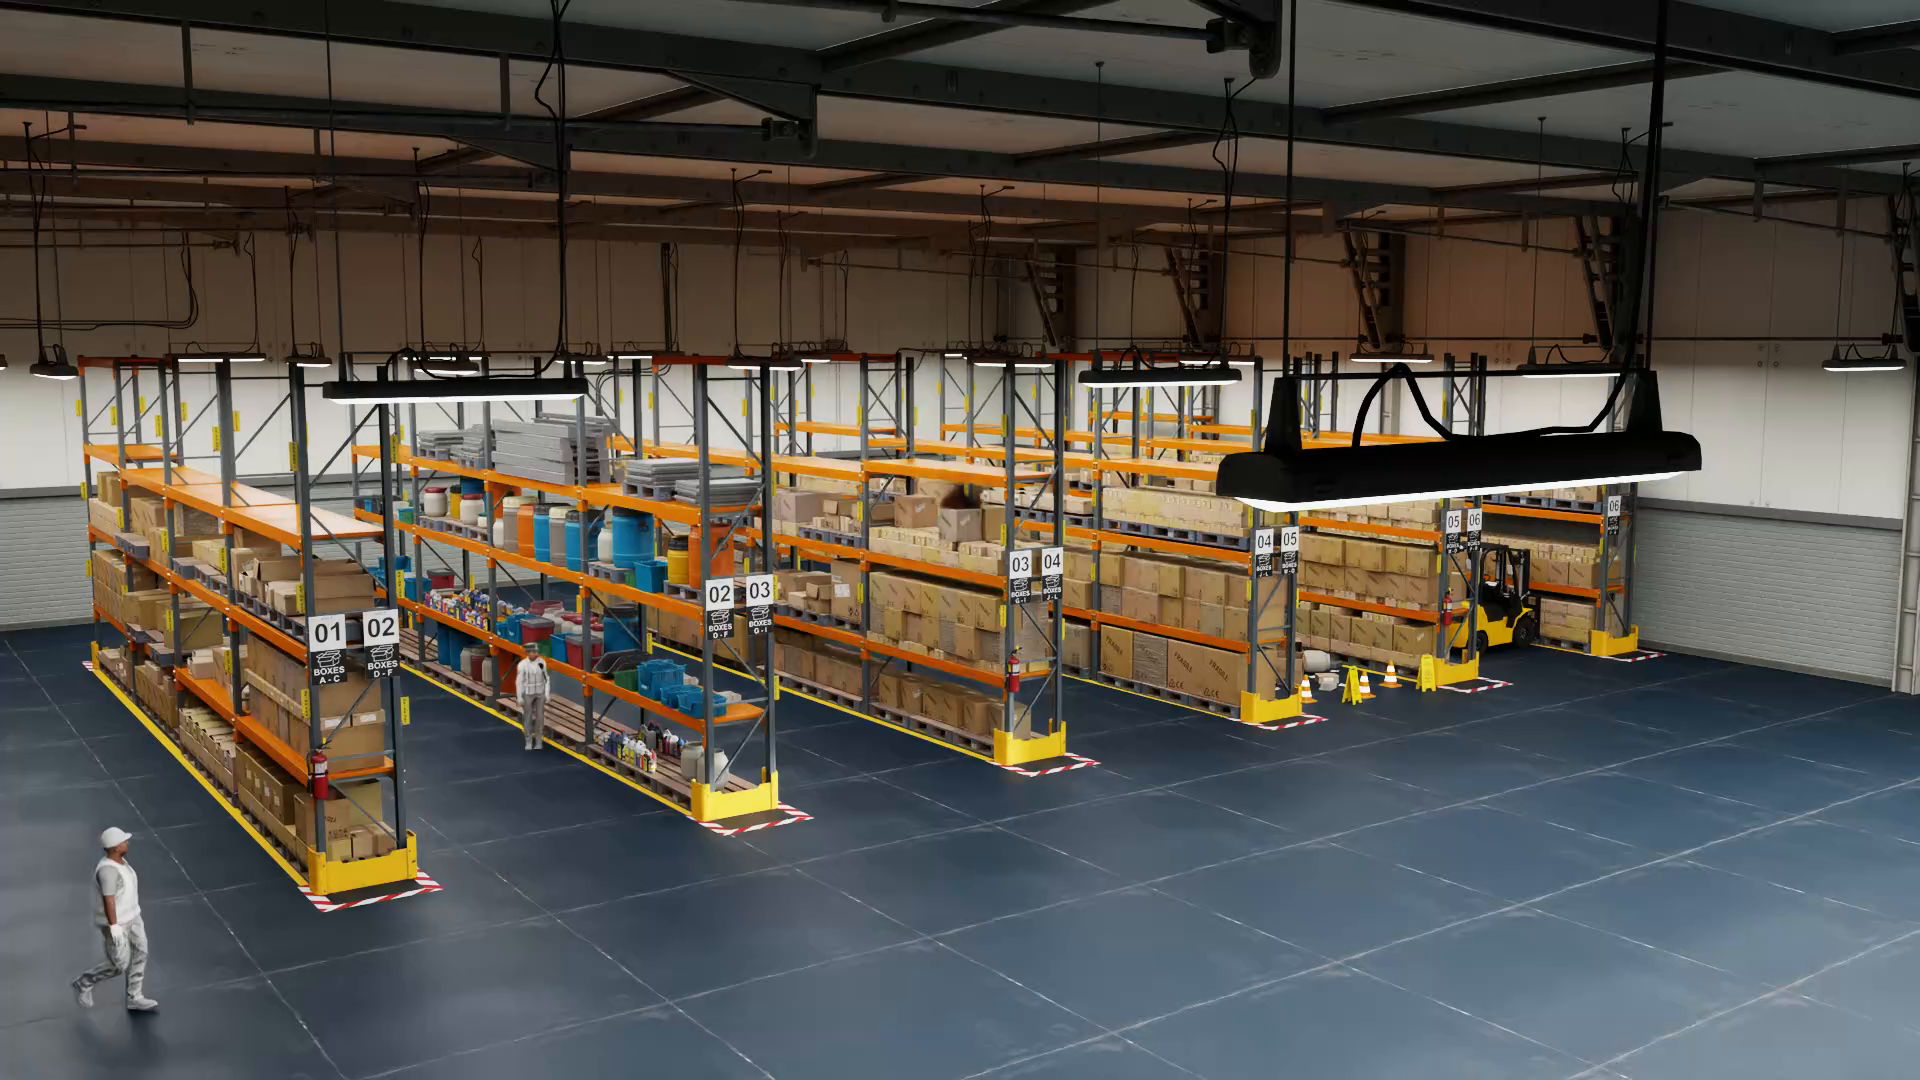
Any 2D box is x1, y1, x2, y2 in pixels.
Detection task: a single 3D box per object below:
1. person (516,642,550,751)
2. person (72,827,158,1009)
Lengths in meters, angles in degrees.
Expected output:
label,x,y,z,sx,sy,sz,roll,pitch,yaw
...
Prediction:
label,x,y,z,sx,sy,sz,roll,pitch,yaw
person,-6.582,2.403,25.657,0.522,1.692,0.349,-4,8,-28
person,-7.951,3.561,15.605,0.700,1.765,0.576,0,7,4
